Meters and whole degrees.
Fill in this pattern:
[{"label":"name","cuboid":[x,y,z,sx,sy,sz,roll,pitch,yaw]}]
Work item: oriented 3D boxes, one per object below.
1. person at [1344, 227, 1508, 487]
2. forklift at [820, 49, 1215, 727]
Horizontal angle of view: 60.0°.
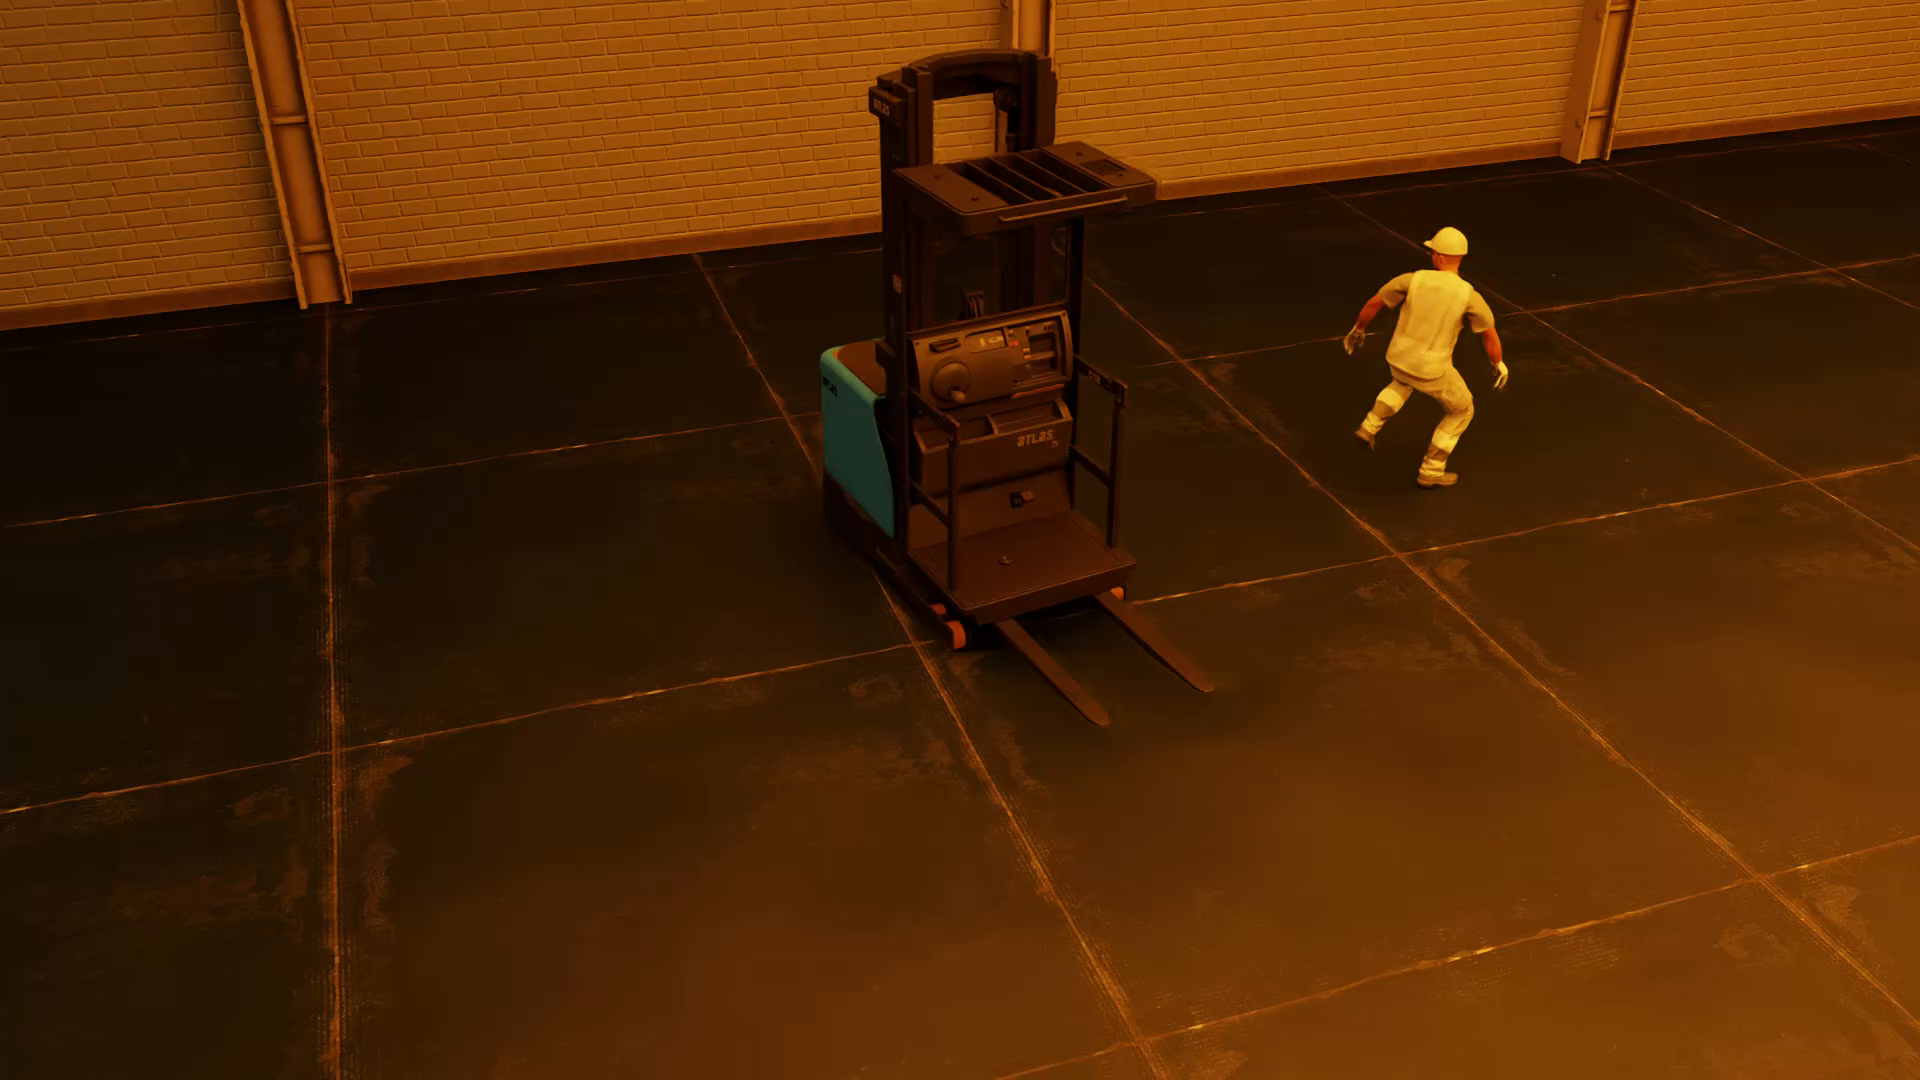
[{"label":"person","cuboid":[2.904,-1.147,10.376,0.908,1.666,0.555,26,39,37]},{"label":"forklift","cuboid":[0.281,-0.926,8.697,1.130,2.935,3.031,-14,33,-23]}]
